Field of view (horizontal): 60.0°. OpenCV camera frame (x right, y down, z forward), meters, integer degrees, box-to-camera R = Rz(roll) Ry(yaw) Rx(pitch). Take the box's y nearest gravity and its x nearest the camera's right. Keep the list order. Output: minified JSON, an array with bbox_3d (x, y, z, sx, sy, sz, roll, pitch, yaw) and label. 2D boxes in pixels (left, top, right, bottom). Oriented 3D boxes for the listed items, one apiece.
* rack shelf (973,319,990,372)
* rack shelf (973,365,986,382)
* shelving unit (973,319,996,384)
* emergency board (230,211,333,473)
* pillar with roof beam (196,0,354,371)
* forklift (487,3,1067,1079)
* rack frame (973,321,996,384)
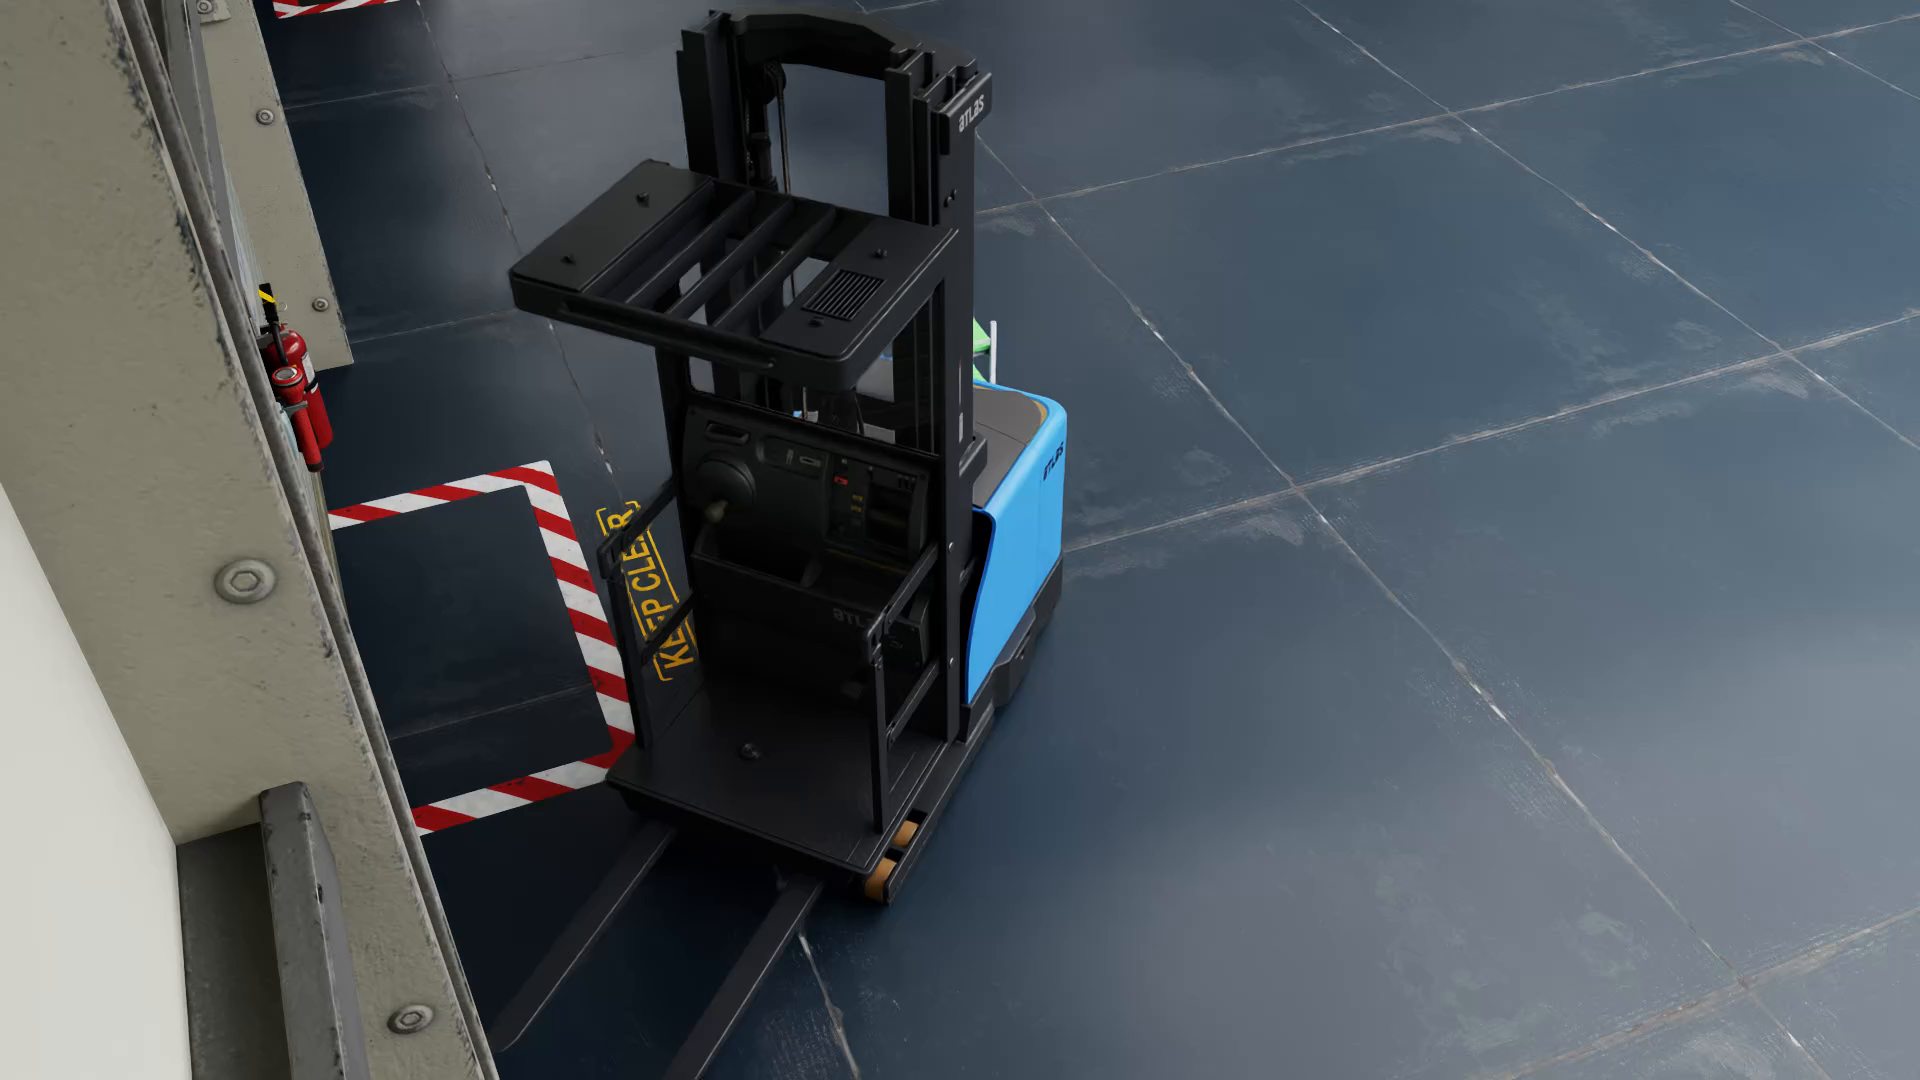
[{"bbox_3d":[-0.059,-0.880,7.134,0.258,0.148,0.480,-16,43,-17],"label":"rack shelf"},{"bbox_3d":[-0.059,-0.699,7.291,0.258,0.148,0.480,-16,43,-17],"label":"rack shelf"},{"bbox_3d":[-0.059,-0.565,7.405,0.258,1.200,0.503,-16,43,-17],"label":"shelving unit"},{"bbox_3d":[-2.498,-0.651,6.125,0.194,1.169,0.643,-15,43,-17],"label":"emergency board"},{"bbox_3d":[0.569,-5.498,7.160,9.100,9.000,0.400,-15,43,-17],"label":"pillar with roof beam"},{"bbox_3d":[-0.620,-0.104,5.542,1.130,2.935,3.031,16,43,18],"label":"forklift"},{"bbox_3d":[0.037,-0.419,7.235,0.240,1.200,0.015,-16,43,-17],"label":"rack frame"}]
